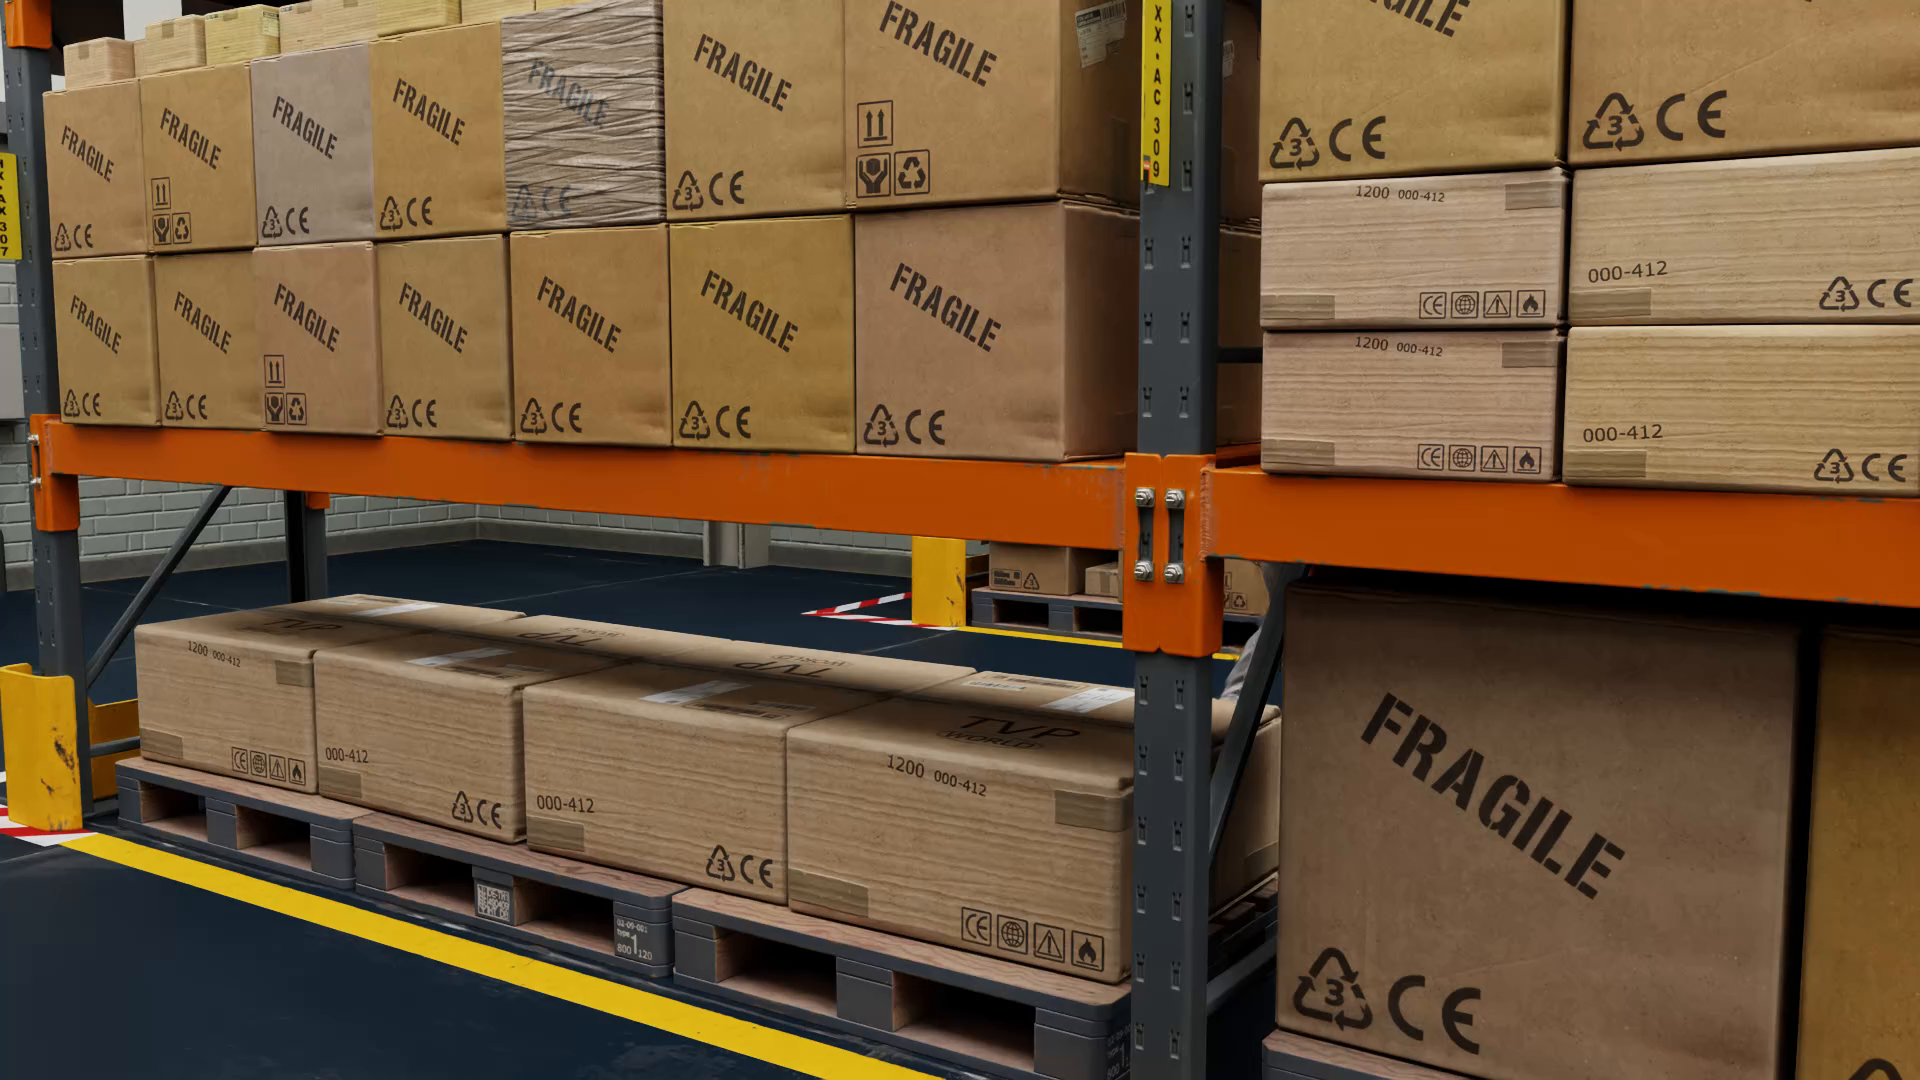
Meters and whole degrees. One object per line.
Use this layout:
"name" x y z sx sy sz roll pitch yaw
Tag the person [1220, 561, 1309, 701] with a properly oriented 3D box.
"person" 1.290 -0.082 6.386 0.773 1.735 0.698 -2 6 -14
